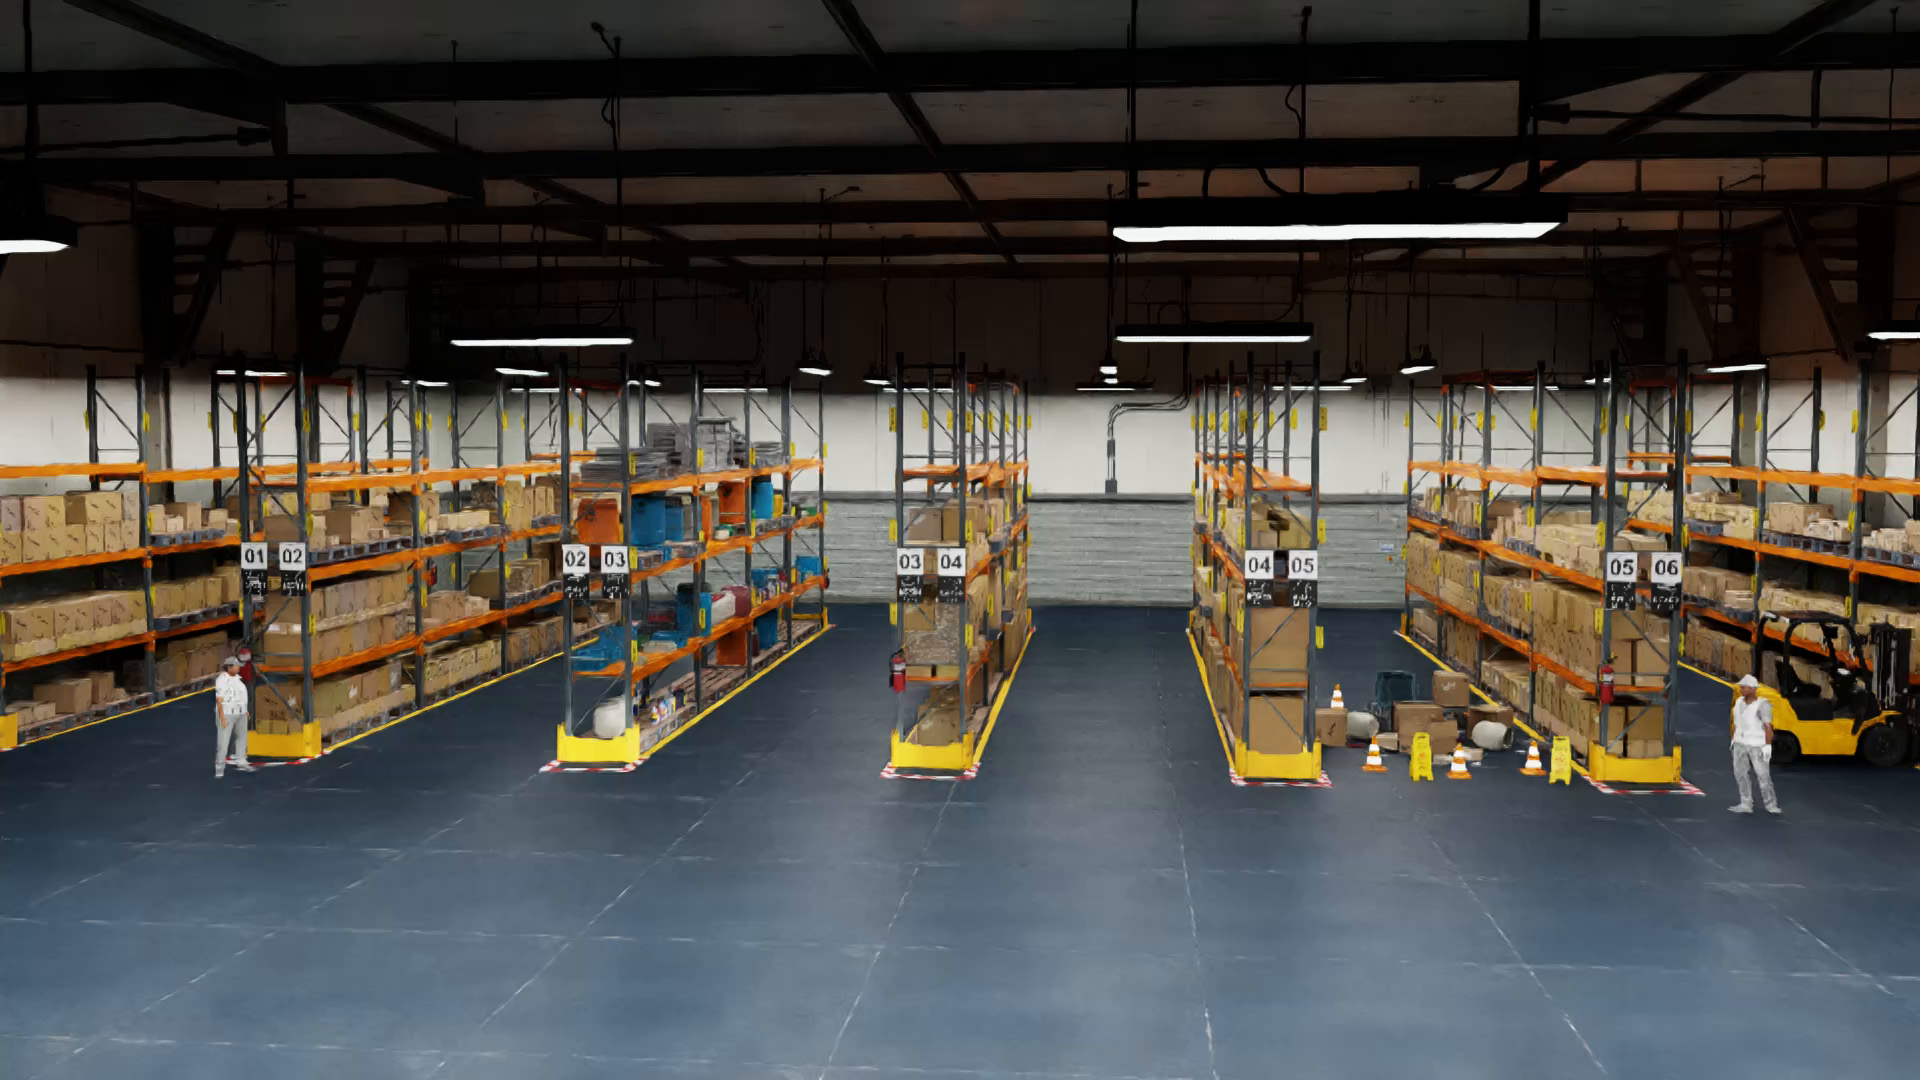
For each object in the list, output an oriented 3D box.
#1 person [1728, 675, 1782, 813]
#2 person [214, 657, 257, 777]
[{"bbox_3d":[10.180,2.610,21.307,0.548,1.779,0.655,-2,4,-23],"label":"person"},{"bbox_3d":[-10.338,2.486,23.594,0.398,1.665,0.588,2,4,21],"label":"person"}]
